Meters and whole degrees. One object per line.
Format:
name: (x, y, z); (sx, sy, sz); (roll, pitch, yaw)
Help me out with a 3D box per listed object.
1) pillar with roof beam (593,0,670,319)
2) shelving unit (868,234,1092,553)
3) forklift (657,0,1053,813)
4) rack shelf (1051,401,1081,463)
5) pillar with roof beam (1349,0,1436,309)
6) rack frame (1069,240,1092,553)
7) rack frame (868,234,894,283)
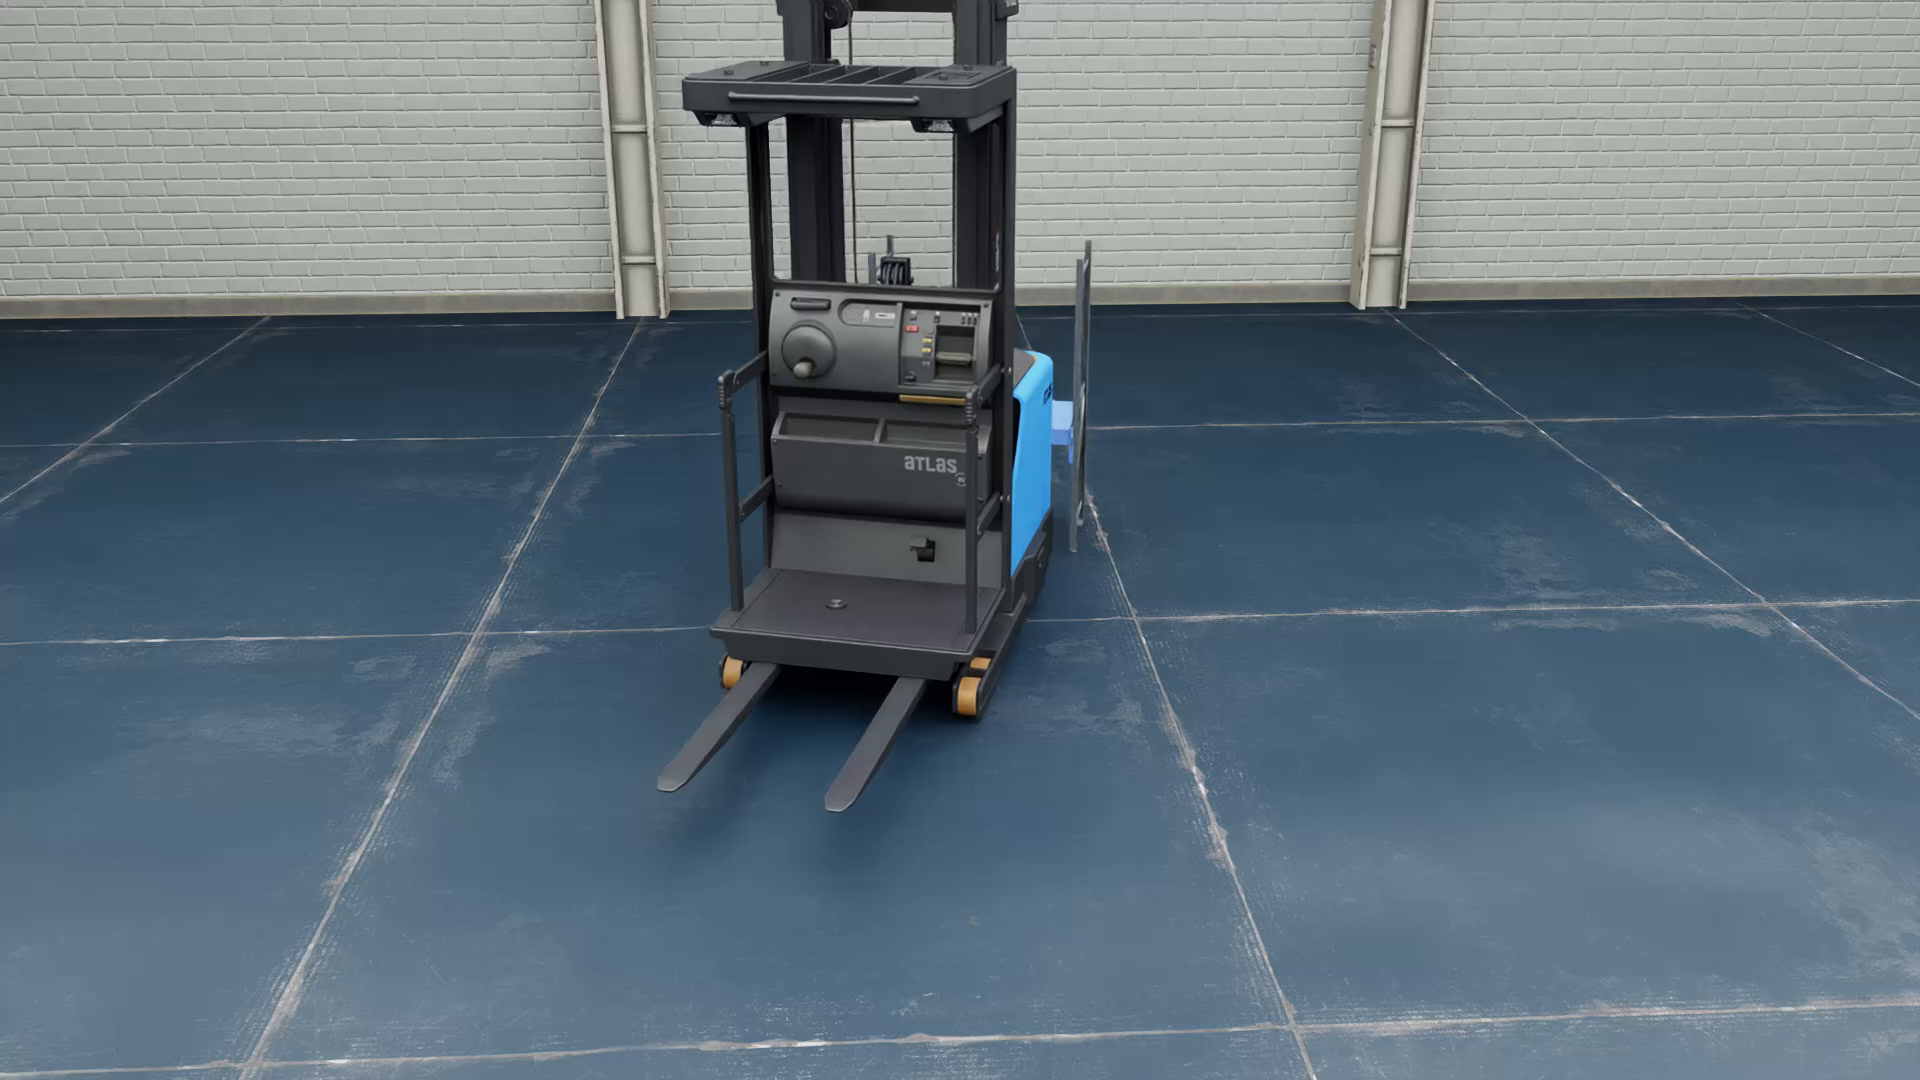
pillar with roof beam: (-2.303, -4.497, 7.787); (0.400, 9.000, 9.100); (-1, 21, -3)
shelving unit: (0.109, -0.754, 8.495); (1.048, 1.500, 0.538); (3, 21, 9)
forklift: (-0.376, -0.799, 6.601); (1.130, 2.935, 3.031); (5, 21, 12)
rack shelf: (0.109, -0.586, 8.559); (1.000, 0.185, 0.538); (3, 21, 9)
pillar with roof beam: (3.687, -4.619, 8.107); (0.400, 9.000, 9.100); (-1, 21, -3)
rack frame: (0.610, -0.725, 8.418); (0.032, 1.500, 0.500); (3, 21, 9)
rack frame: (-0.393, -0.784, 8.571); (0.032, 1.500, 0.500); (3, 21, 9)
